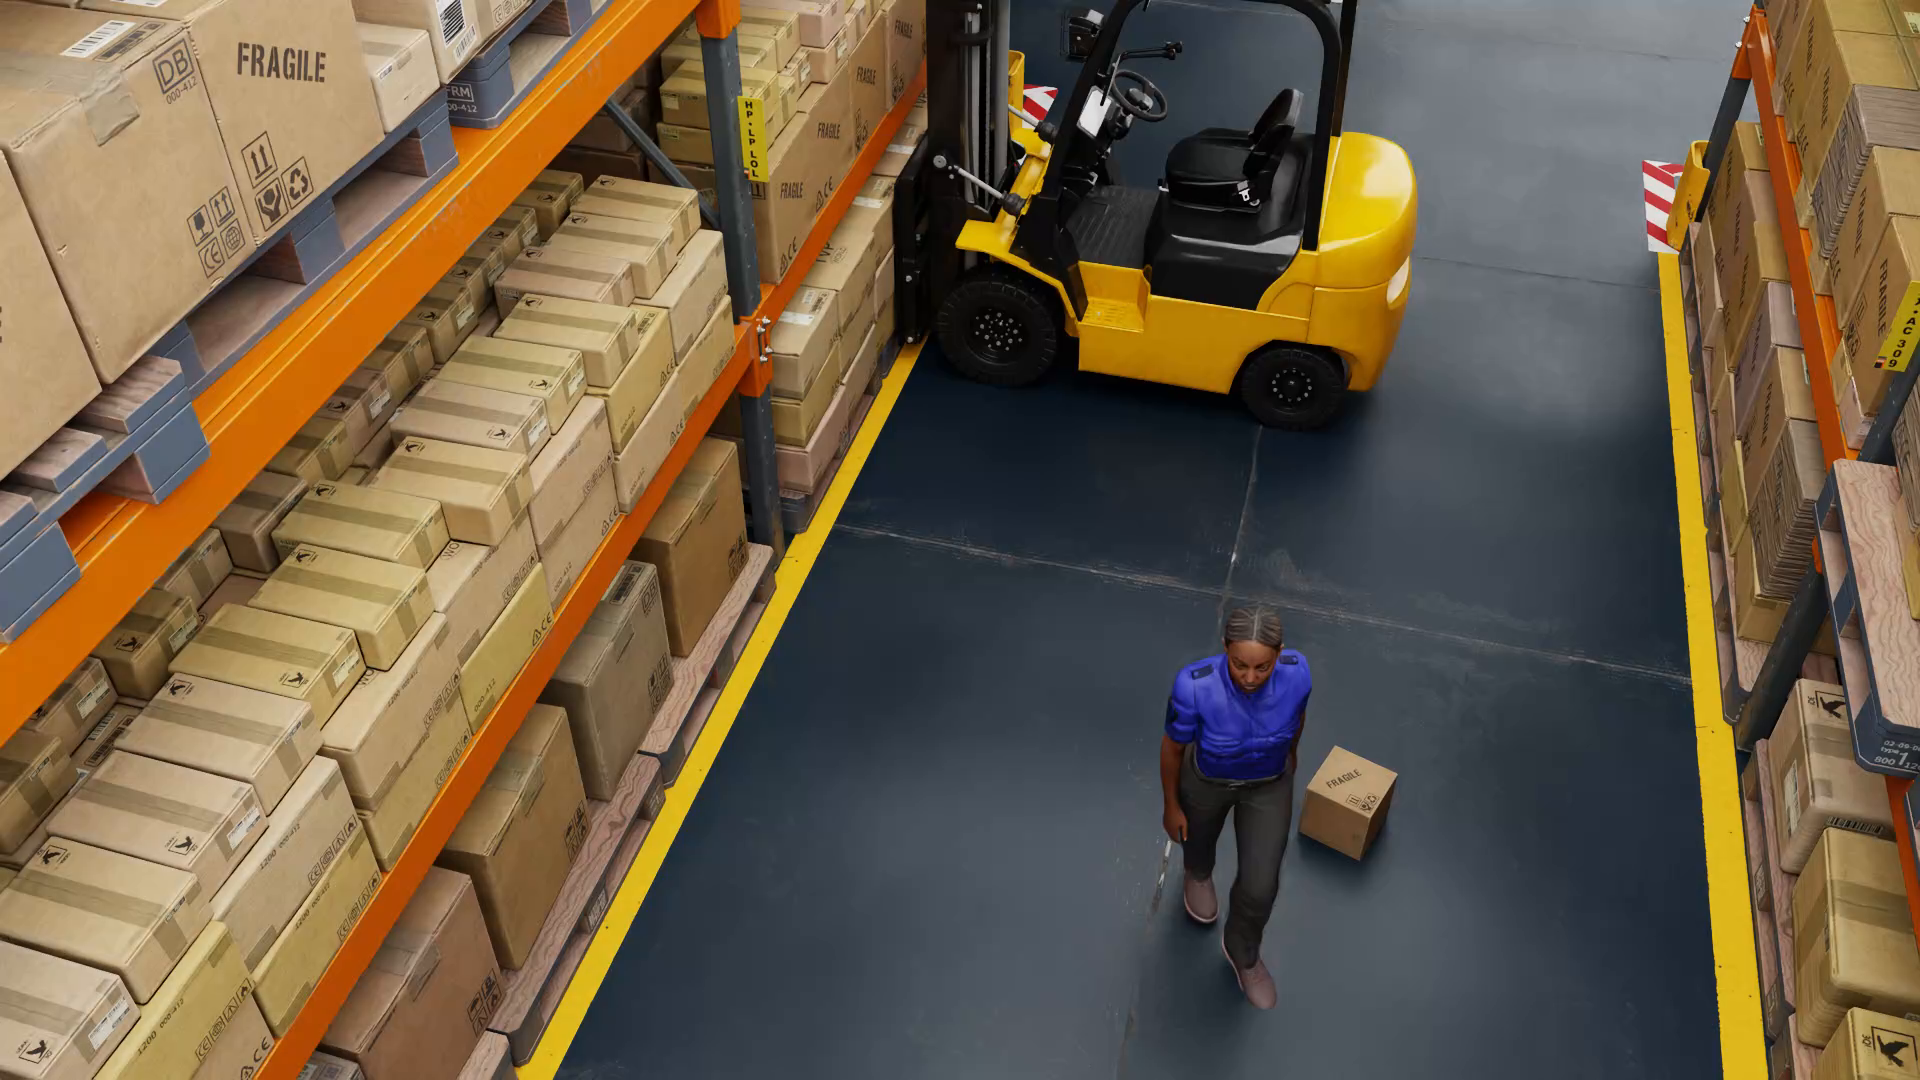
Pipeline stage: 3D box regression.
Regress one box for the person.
[{"bbox_3d":[0.855,0.776,5.305,0.476,1.694,0.611,1,41,1],"label":"person"}]
